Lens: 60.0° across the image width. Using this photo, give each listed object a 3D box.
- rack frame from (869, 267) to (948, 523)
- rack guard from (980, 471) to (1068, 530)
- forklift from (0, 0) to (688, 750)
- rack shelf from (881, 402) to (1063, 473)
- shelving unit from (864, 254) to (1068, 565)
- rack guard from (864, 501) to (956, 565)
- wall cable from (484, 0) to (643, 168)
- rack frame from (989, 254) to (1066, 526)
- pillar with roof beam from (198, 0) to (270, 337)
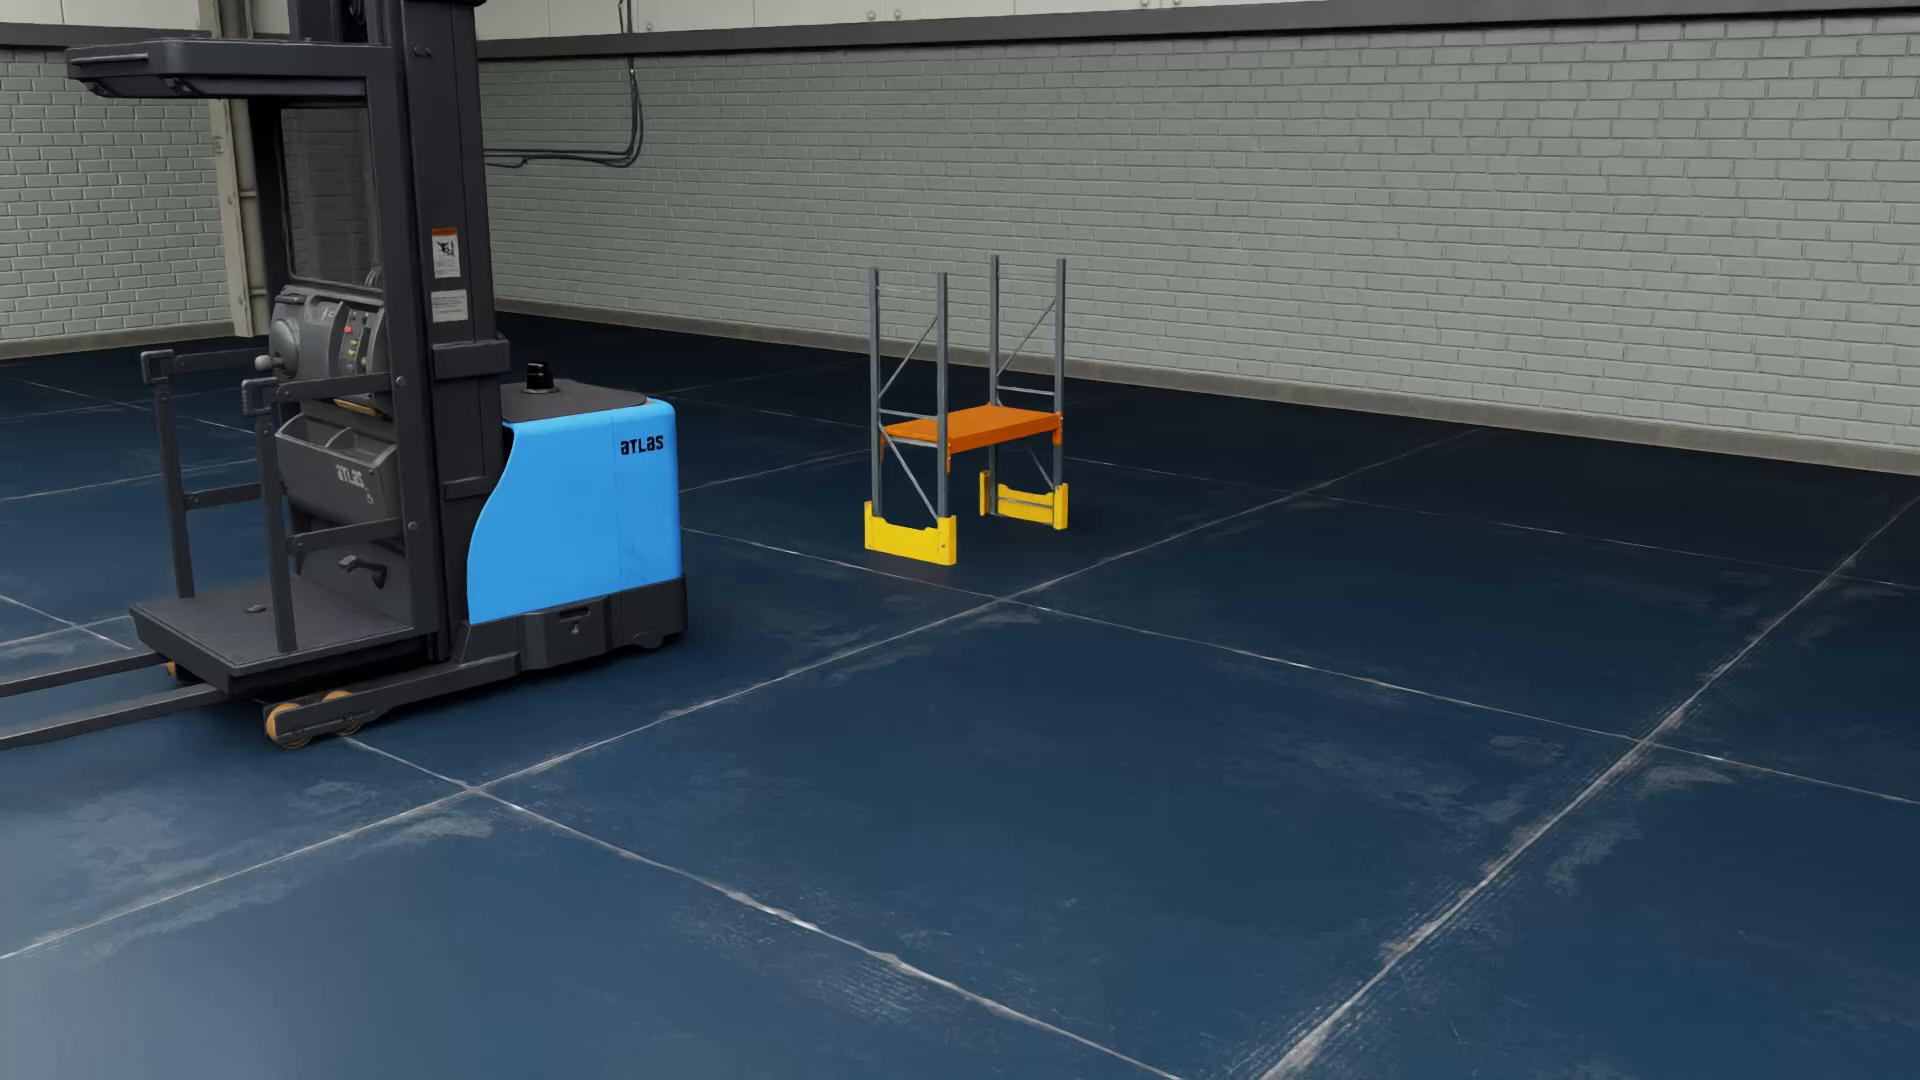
[{"bbox_3d":[-0.266,-0.646,8.619,0.500,1.500,0.032,11,18,38],"label":"rack frame"},{"bbox_3d":[0.361,-0.231,9.525,0.587,0.250,0.087,11,18,38],"label":"rack guard"},{"bbox_3d":[-2.605,-0.798,6.311,3.031,2.935,1.130,-13,19,-42],"label":"forklift"},{"bbox_3d":[0.054,-0.569,9.047,0.538,0.185,1.000,11,18,38],"label":"rack shelf"},{"bbox_3d":[0.048,-0.742,8.996,0.587,1.500,1.083,11,18,38],"label":"shelving unit"},{"bbox_3d":[-0.265,-0.040,8.774,0.587,0.250,0.087,11,18,38],"label":"rack guard"},{"bbox_3d":[-4.611,-5.411,18.454,3.097,2.526,0.112,11,18,38],"label":"wall cable"},{"bbox_3d":[0.373,-0.841,9.386,0.500,1.500,0.032,11,18,38],"label":"rack frame"},{"bbox_3d":[-4.143,-5.890,14.034,9.100,9.000,0.400,11,18,38],"label":"pillar with roof beam"}]
